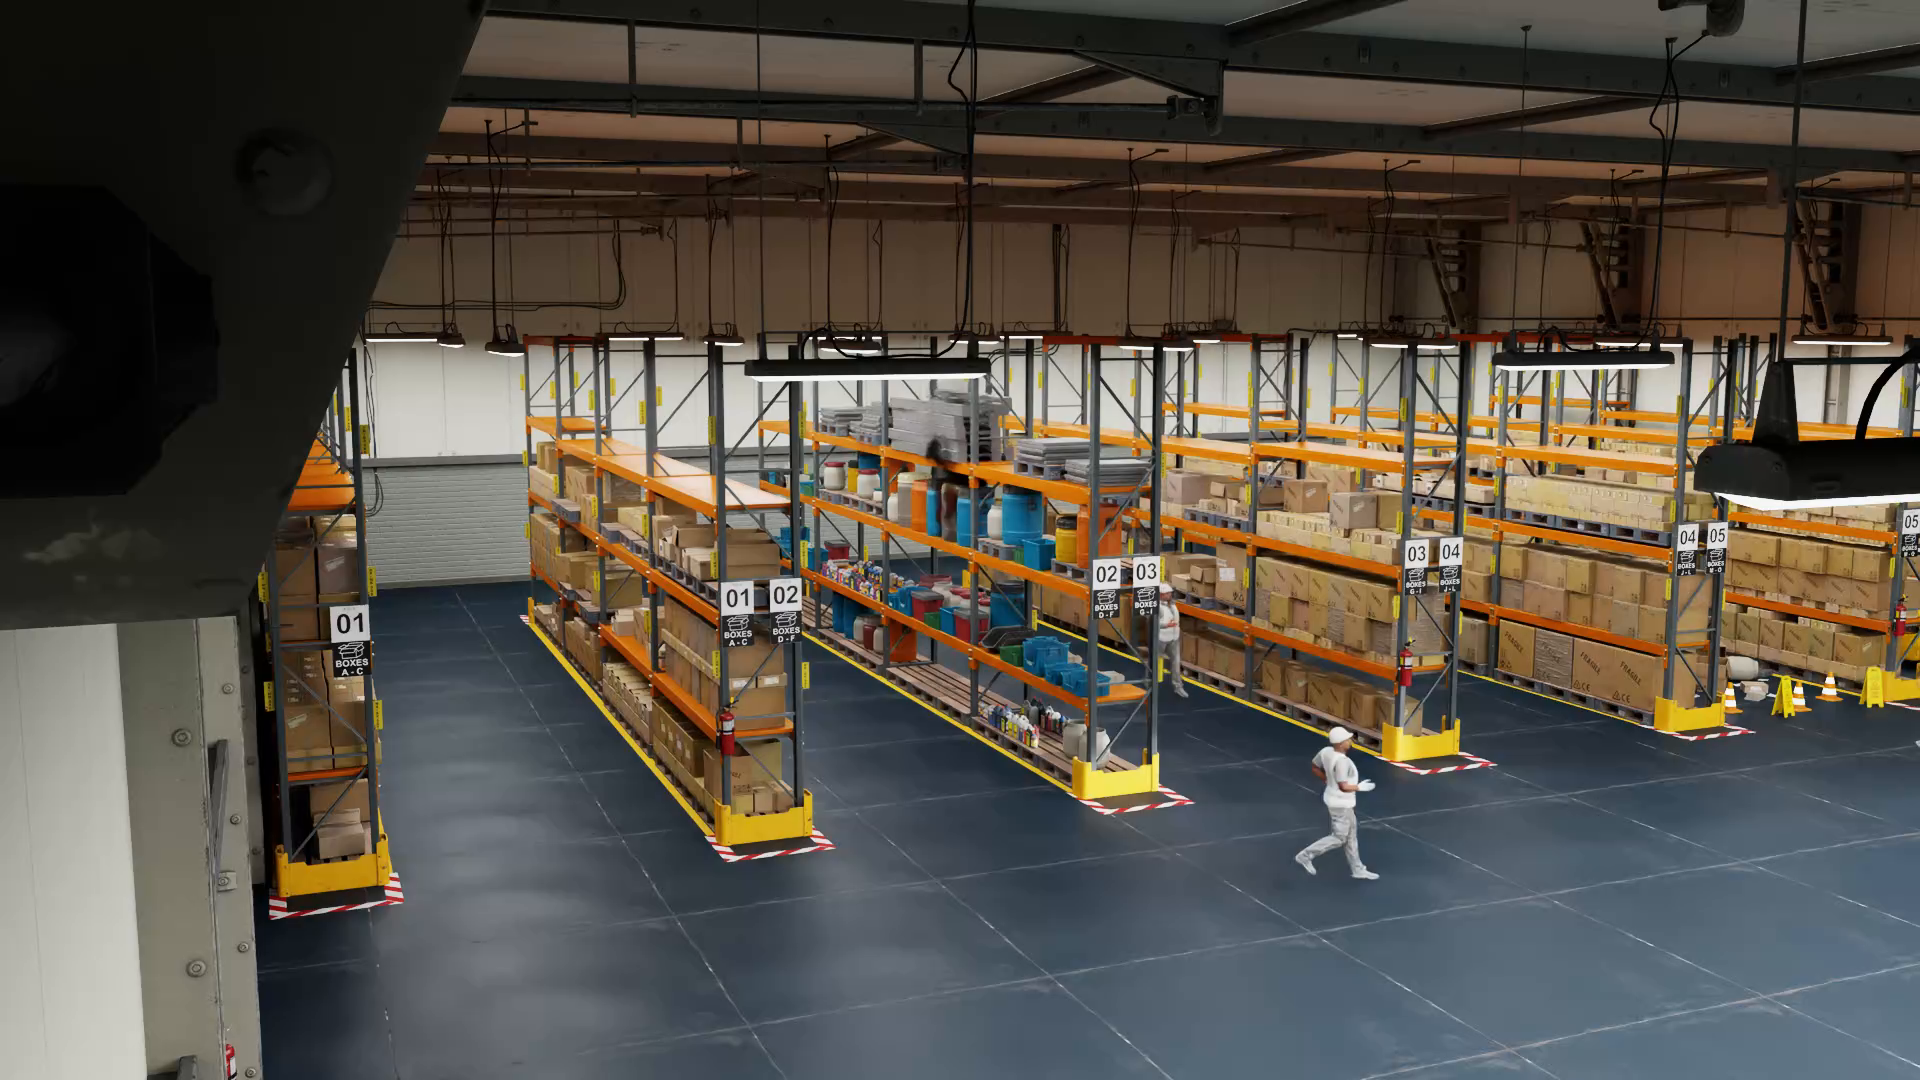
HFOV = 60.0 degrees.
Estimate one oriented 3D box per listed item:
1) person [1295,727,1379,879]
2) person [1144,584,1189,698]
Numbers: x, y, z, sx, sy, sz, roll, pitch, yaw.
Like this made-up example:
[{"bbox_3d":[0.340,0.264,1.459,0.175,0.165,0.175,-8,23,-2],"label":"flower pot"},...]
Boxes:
[{"bbox_3d":[4.253,2.962,18.649,0.973,1.774,0.682,0,8,-1],"label":"person"},{"bbox_3d":[3.313,1.608,26.666,0.657,1.816,0.882,-5,9,-36],"label":"person"}]
